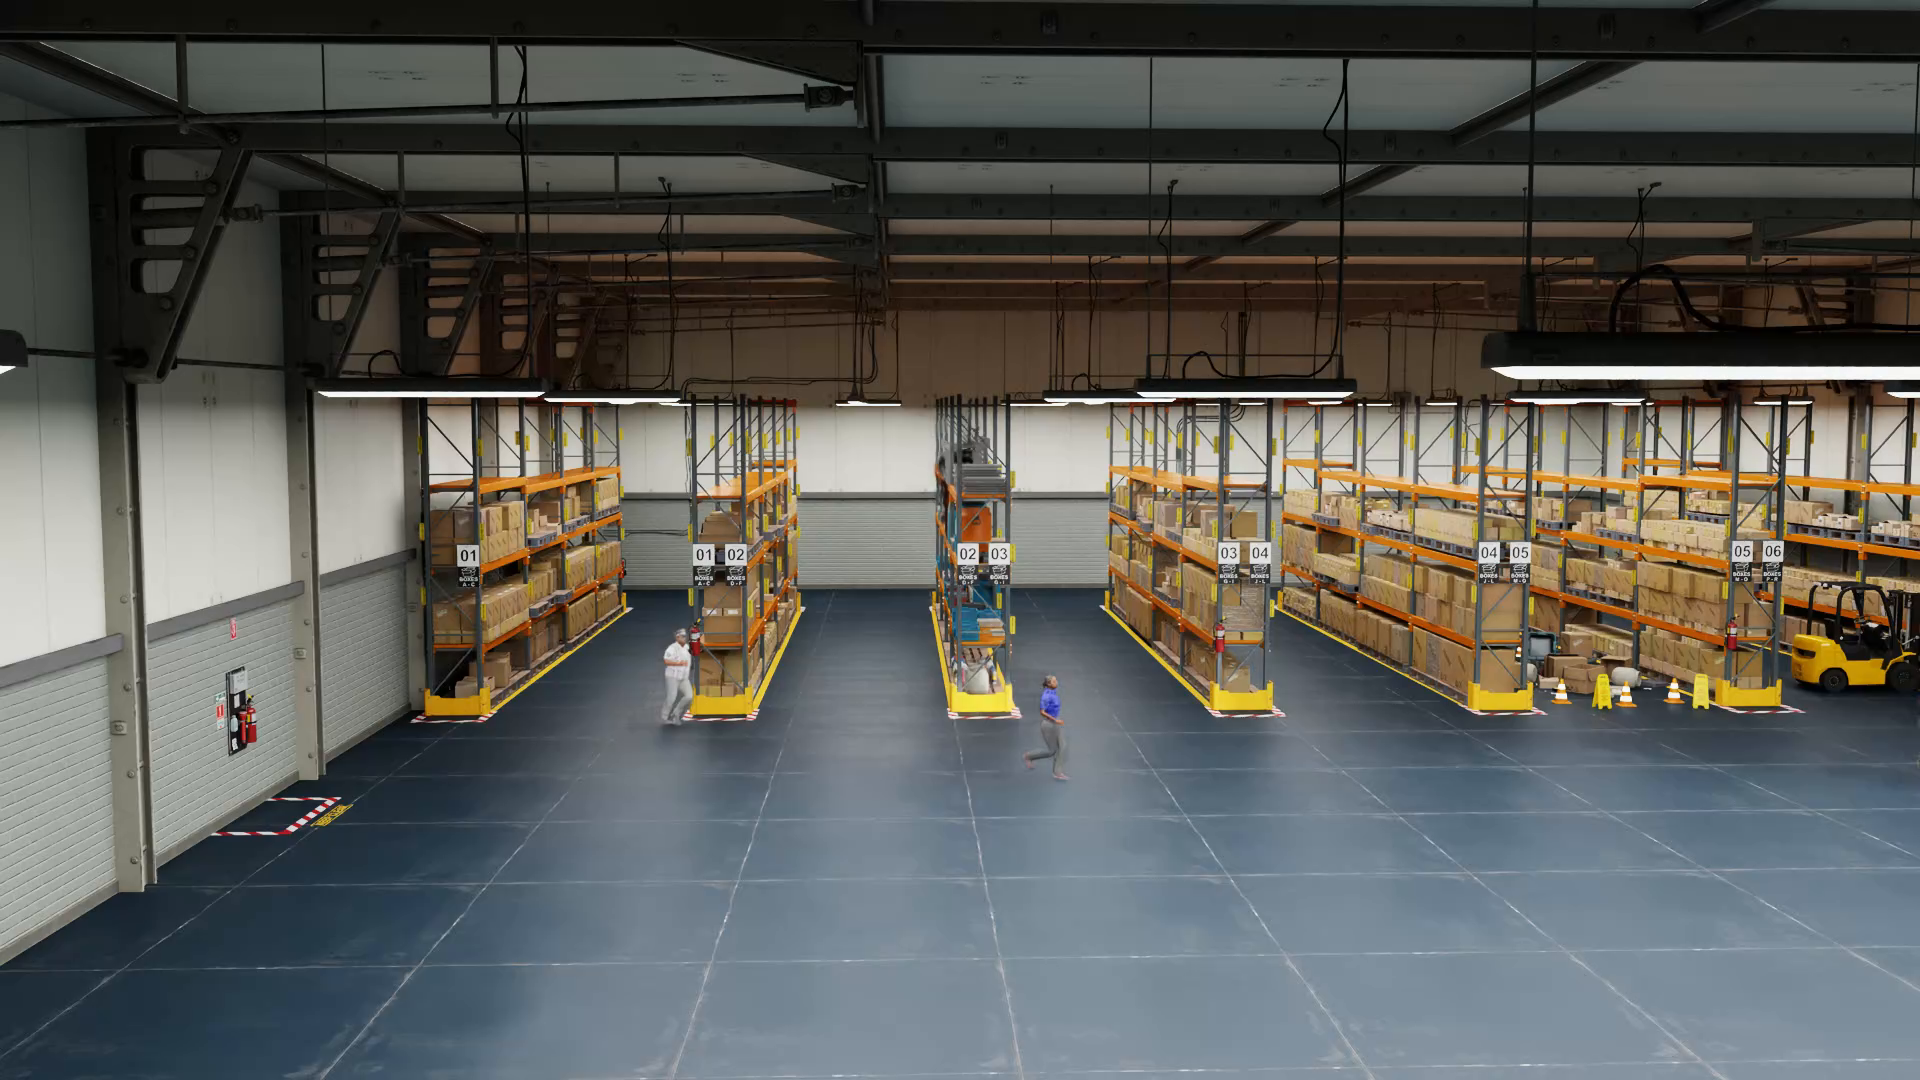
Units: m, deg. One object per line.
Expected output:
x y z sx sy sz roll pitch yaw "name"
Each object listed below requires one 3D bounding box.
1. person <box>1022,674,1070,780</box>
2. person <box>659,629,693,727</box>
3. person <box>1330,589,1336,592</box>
1.354 2.904 25.779 0.752 1.640 0.590 1 5 17 "person"
-5.054 2.497 30.070 0.701 1.804 0.662 4 6 42 "person"
10.847 1.089 48.435 0.705 1.673 0.537 -4 6 -40 "person"
